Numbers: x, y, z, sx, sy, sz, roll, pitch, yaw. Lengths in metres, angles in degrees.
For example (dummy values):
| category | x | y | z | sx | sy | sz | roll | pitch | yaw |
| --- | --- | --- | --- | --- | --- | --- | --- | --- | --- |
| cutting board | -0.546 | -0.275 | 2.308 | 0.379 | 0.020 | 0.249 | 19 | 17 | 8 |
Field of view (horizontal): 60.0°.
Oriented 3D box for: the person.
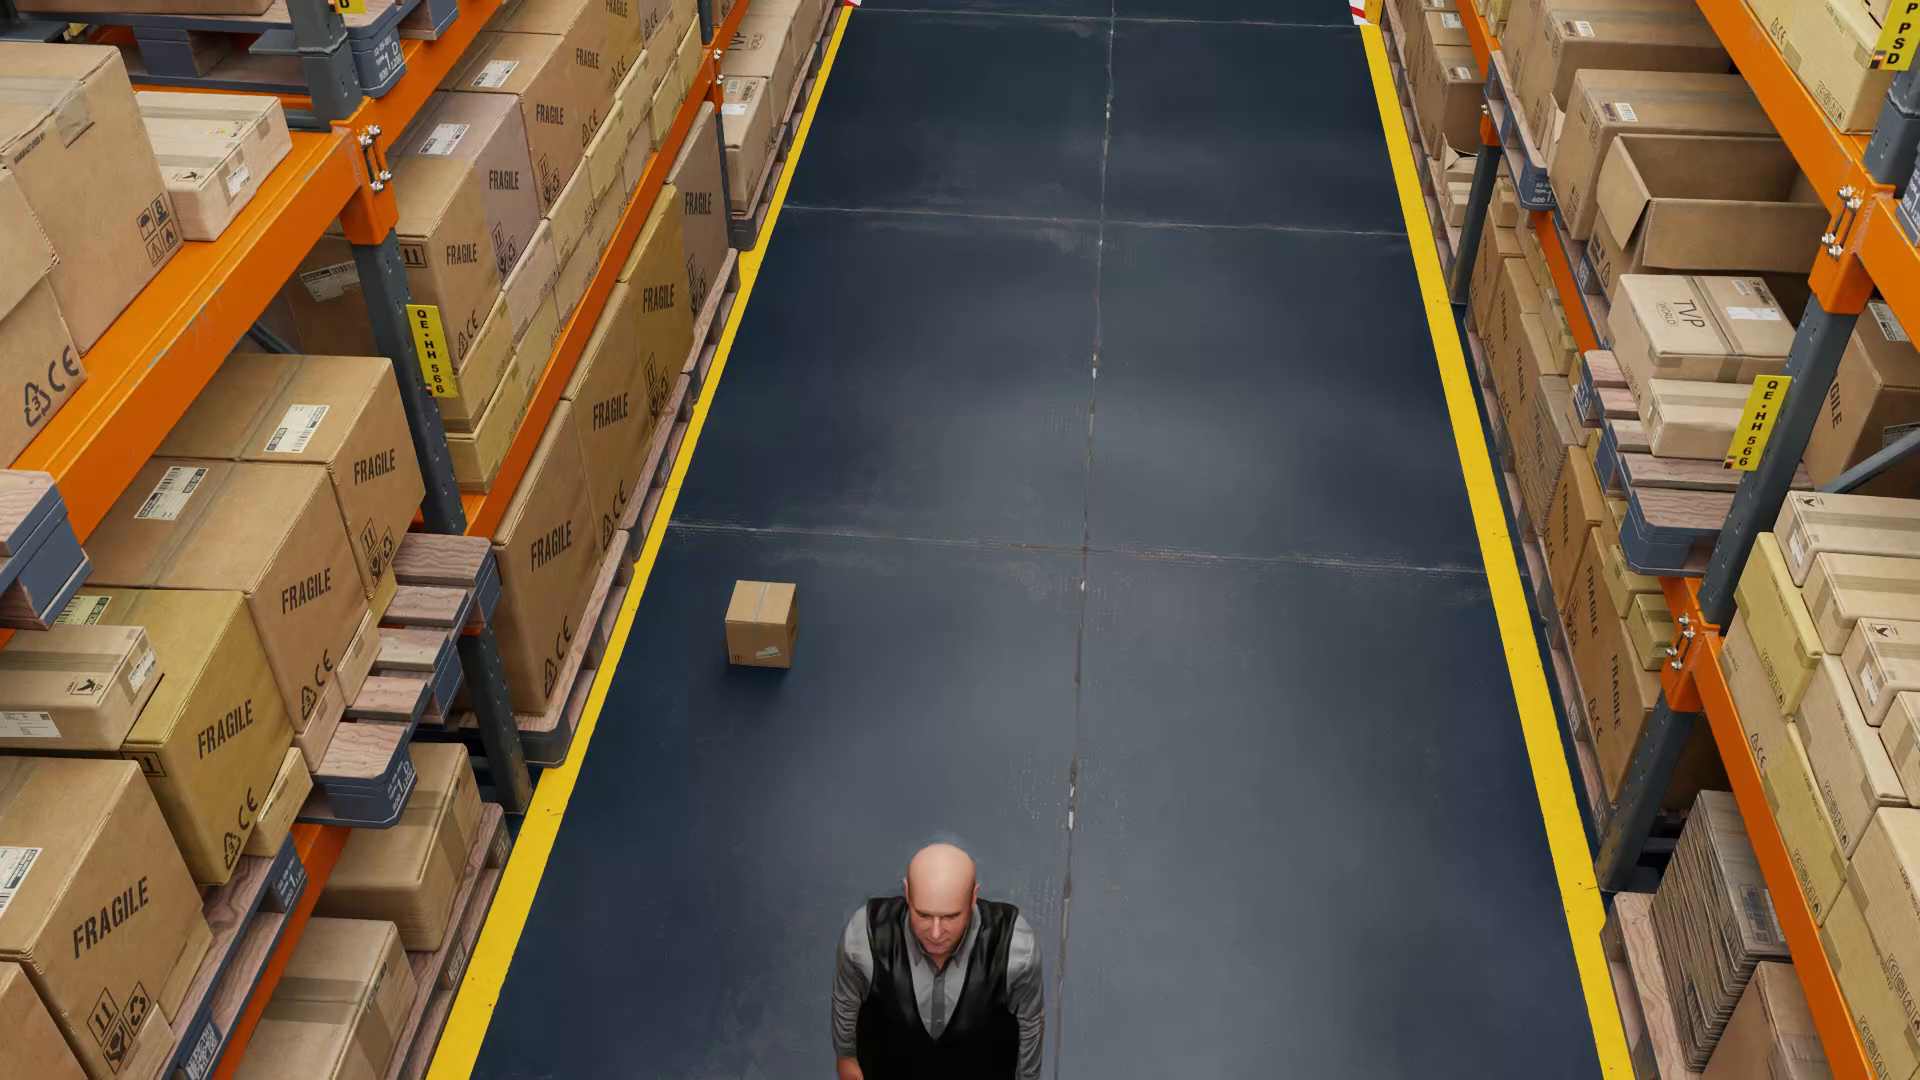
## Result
| category | x | y | z | sx | sy | sz | roll | pitch | yaw |
| --- | --- | --- | --- | --- | --- | --- | --- | --- | --- |
| person | -0.060 | 1.447 | 4.428 | 0.562 | 1.750 | 0.451 | 0 | 40 | 0 |
